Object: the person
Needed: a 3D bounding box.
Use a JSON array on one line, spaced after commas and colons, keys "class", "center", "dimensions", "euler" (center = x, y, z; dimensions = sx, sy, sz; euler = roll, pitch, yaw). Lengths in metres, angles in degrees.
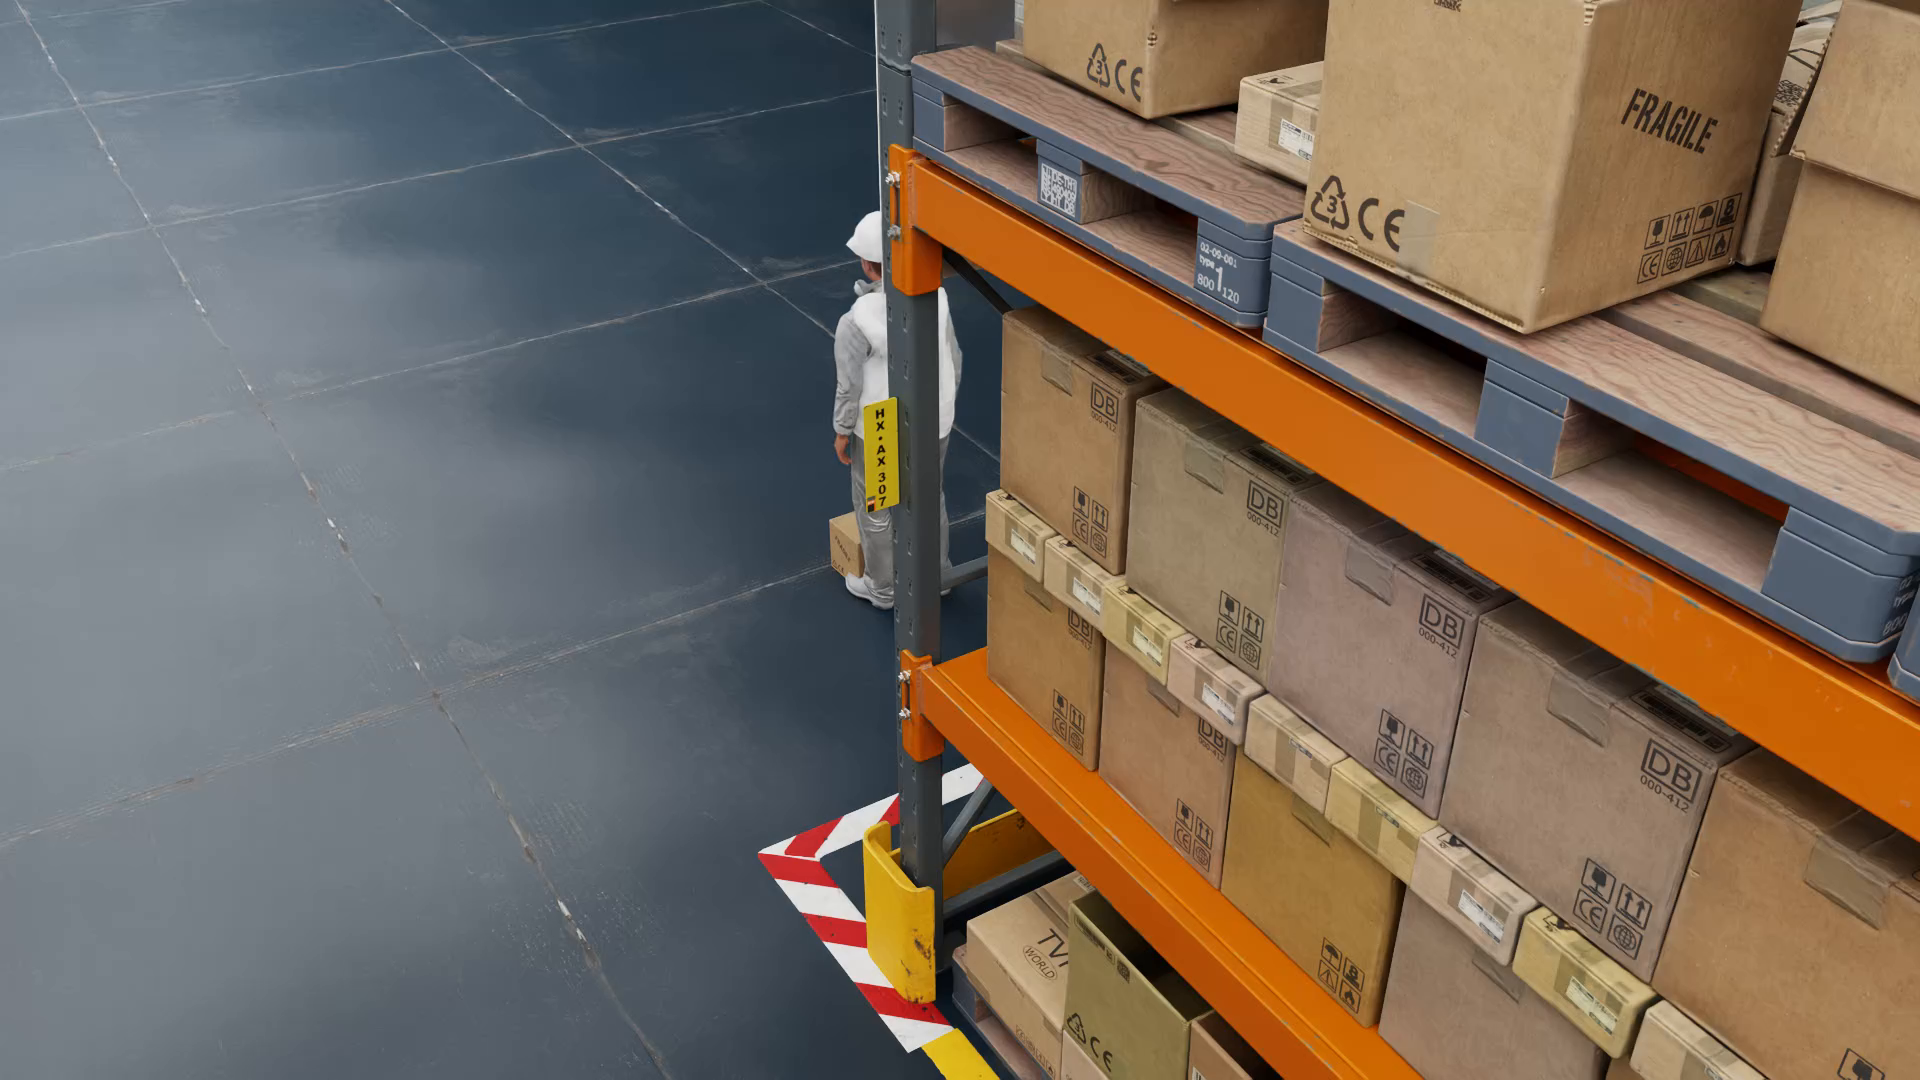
[{"class": "person", "center": [-0.261, -0.498, 6.898], "dimensions": [0.580, 1.771, 0.464], "euler": [-19, 37, -27]}]
